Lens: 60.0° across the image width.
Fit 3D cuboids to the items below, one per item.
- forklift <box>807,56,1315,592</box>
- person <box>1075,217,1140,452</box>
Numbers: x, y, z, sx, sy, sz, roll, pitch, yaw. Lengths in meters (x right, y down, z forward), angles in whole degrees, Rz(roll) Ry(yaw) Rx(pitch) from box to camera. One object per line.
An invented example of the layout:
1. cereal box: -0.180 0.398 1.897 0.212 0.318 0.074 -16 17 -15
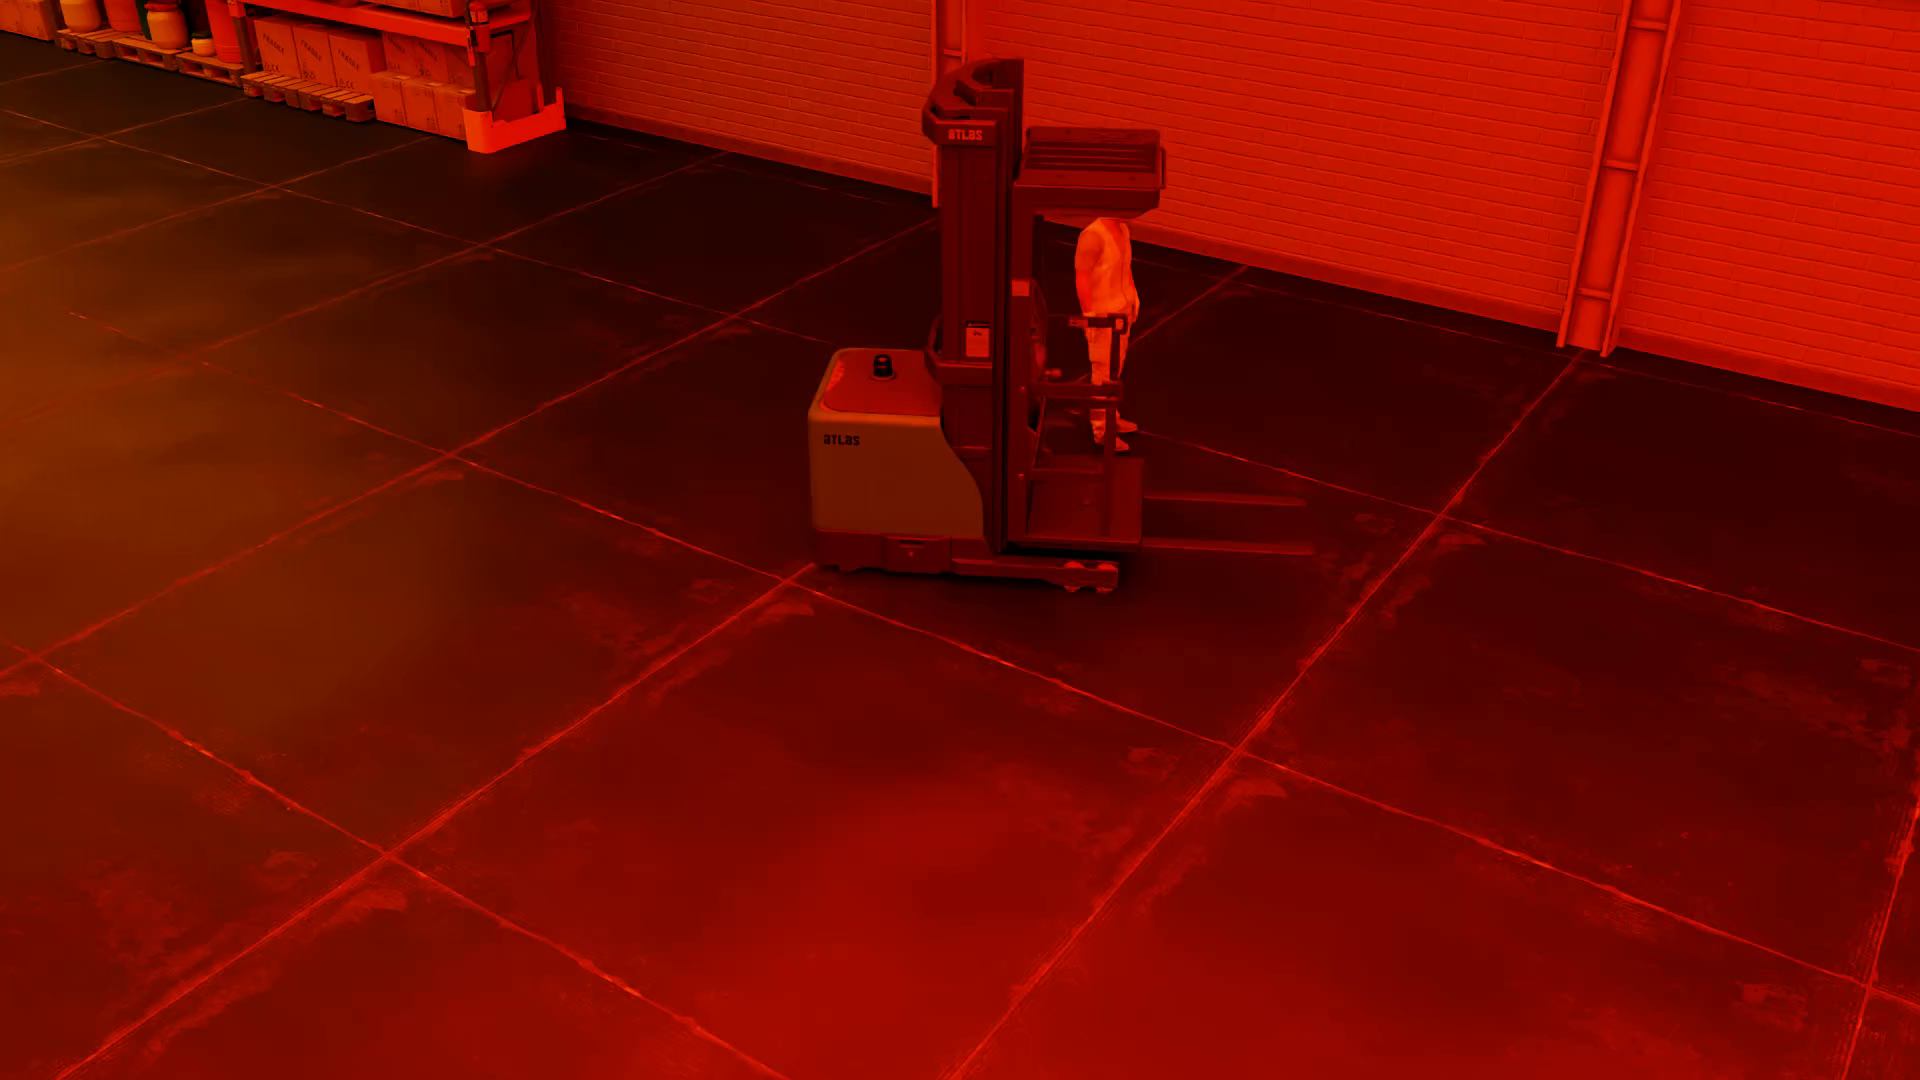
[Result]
1. forklift: 0.644 -1.239 9.715 3.031 2.935 1.130 3 30 5
2. person: 1.083 -1.551 11.380 0.542 1.793 0.647 19 35 29
